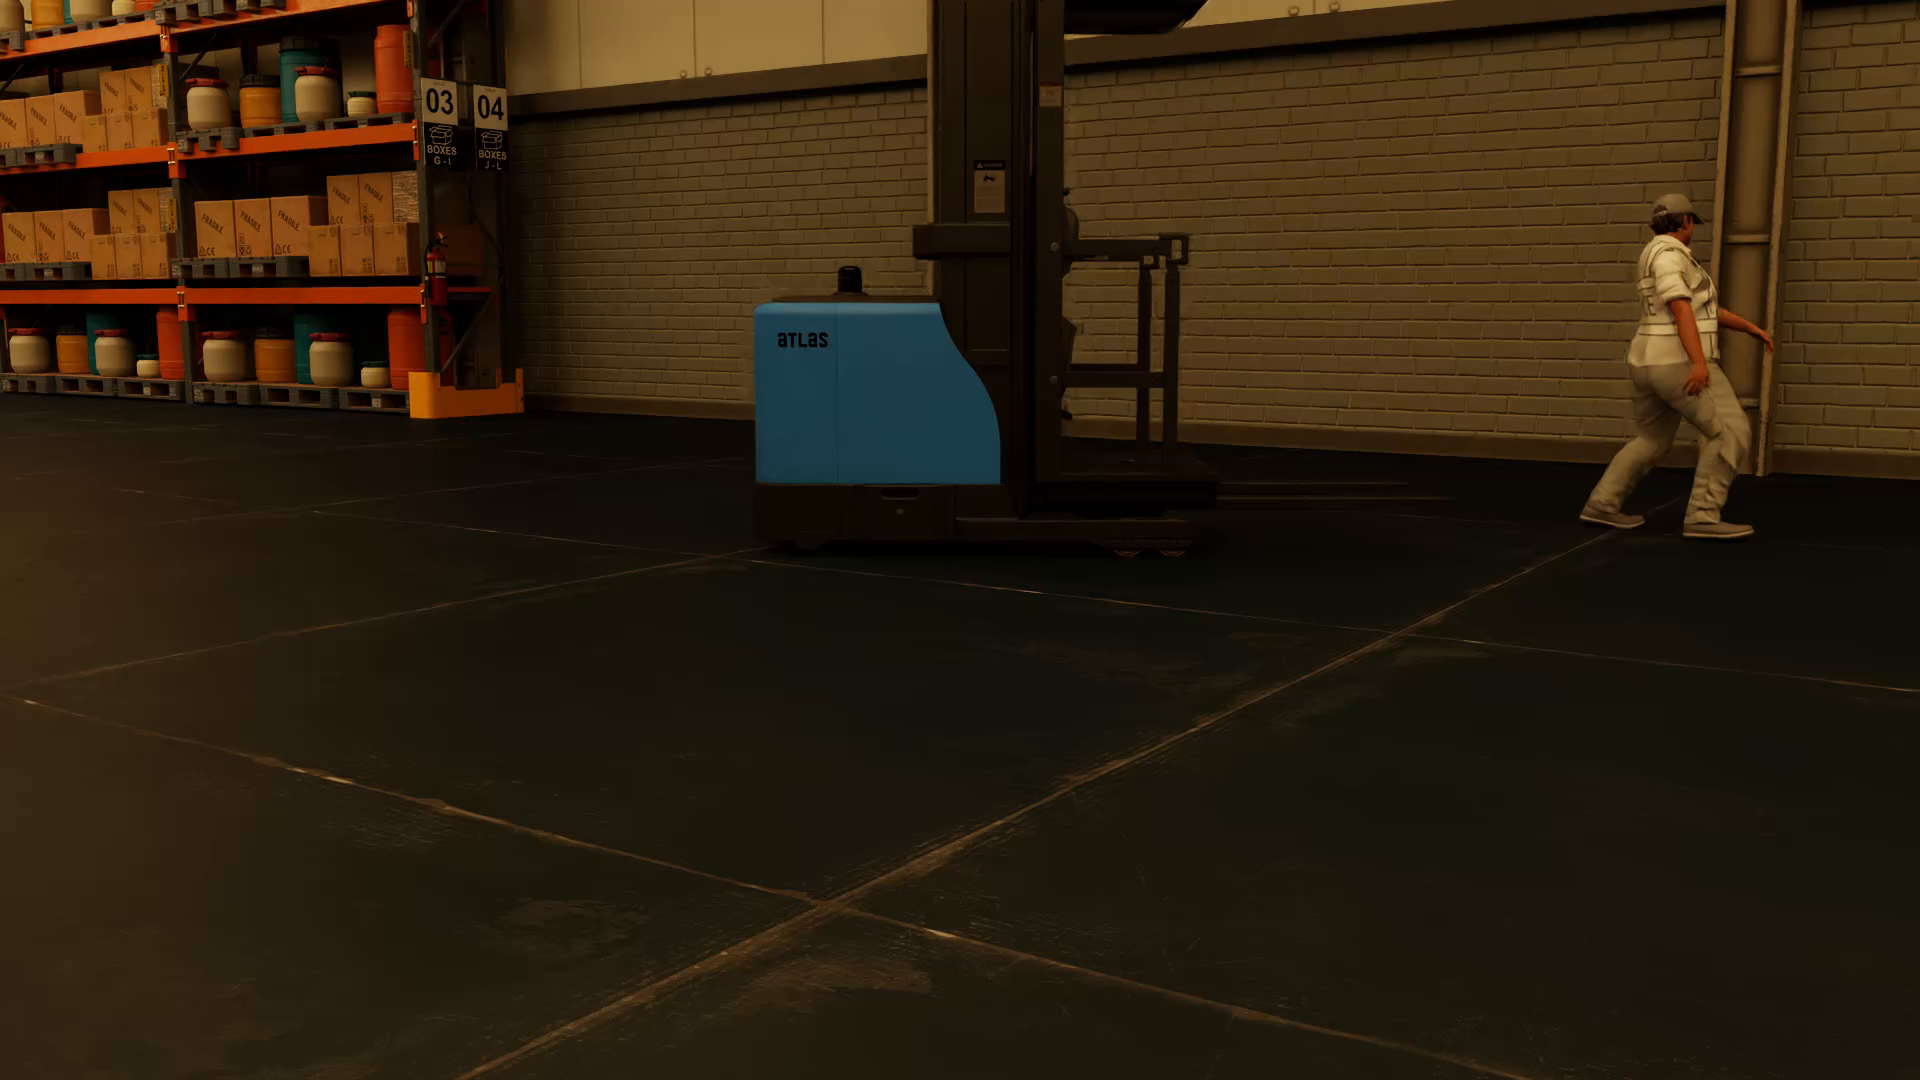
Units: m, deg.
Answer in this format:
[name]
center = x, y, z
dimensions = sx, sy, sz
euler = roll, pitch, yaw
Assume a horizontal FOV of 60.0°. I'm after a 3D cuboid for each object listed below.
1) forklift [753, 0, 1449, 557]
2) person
[forklift]
center = 0.622, -1.453, 7.412
dimensions = 3.031, 2.935, 1.130
euler = 0, 8, 0
[person]
center = 3.364, -0.807, 7.674
dimensions = 0.777, 1.580, 0.654
euler = 1, 8, 5
